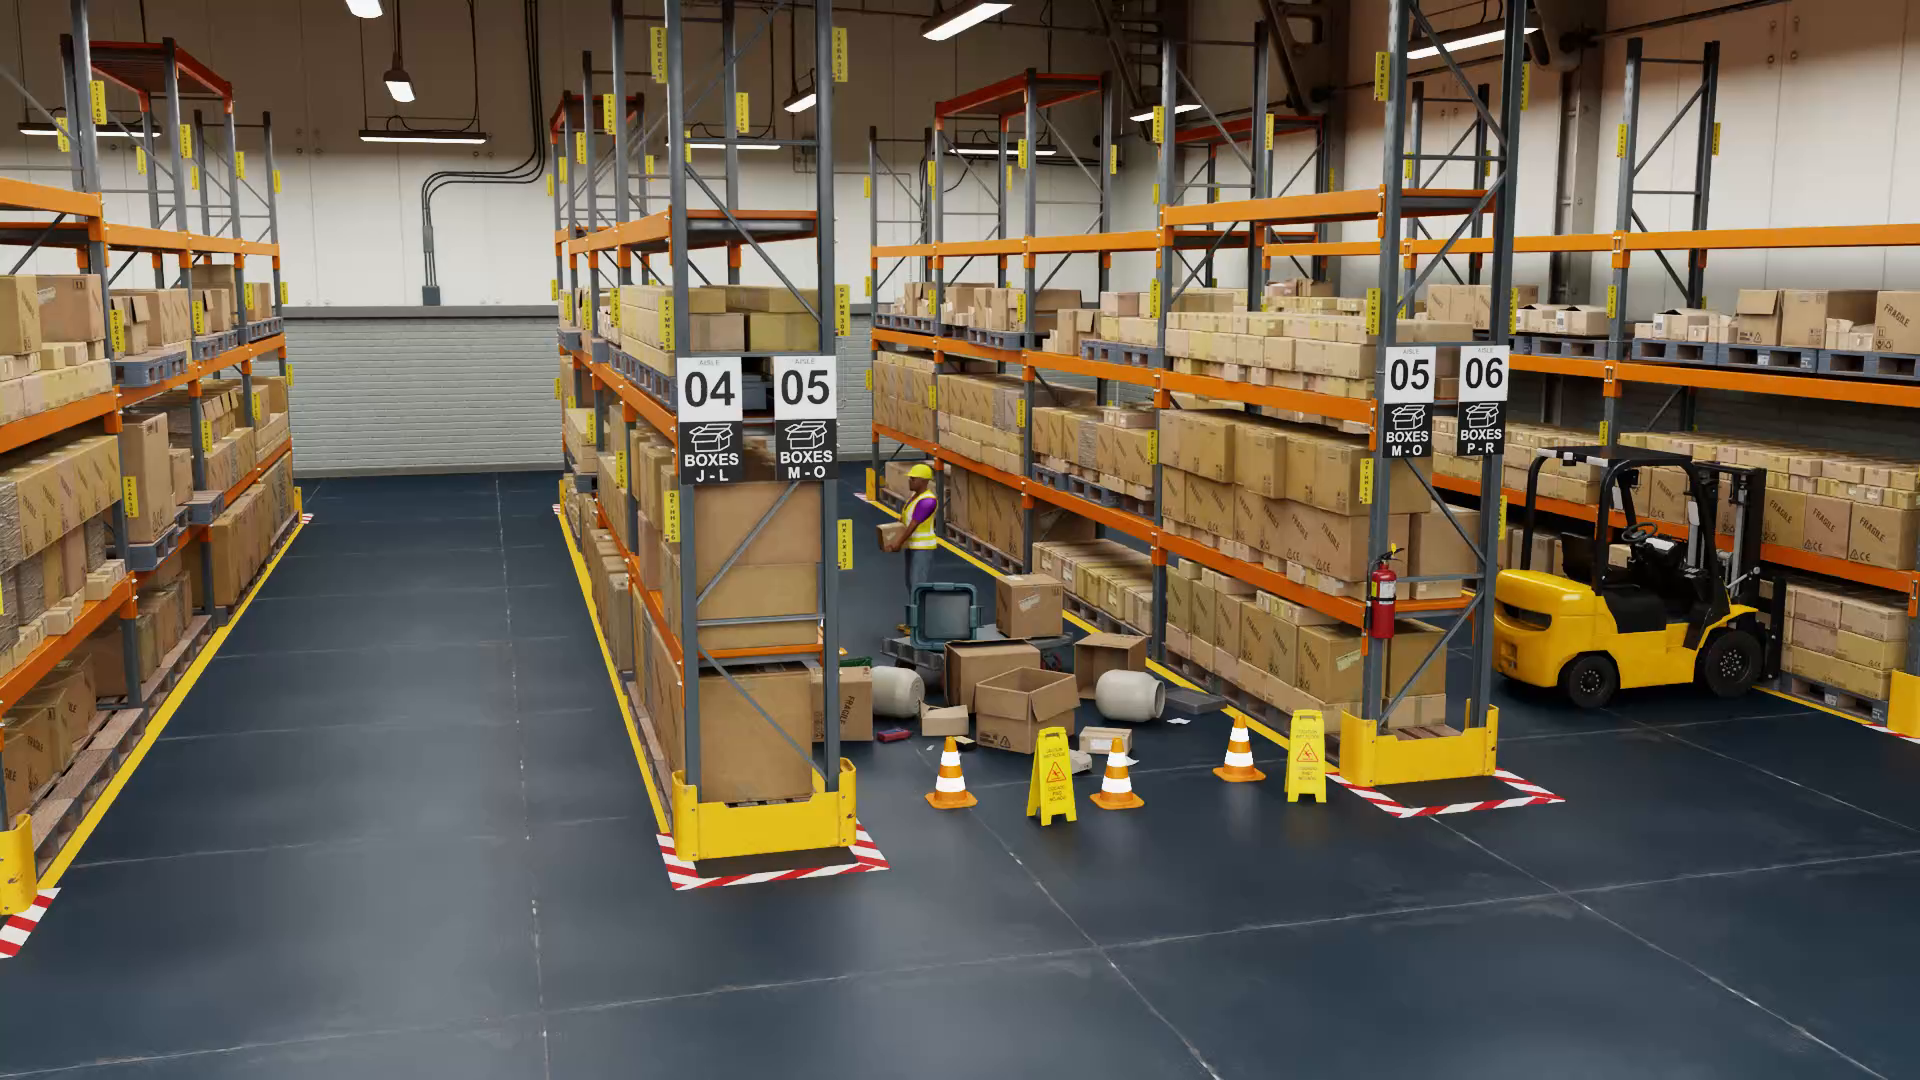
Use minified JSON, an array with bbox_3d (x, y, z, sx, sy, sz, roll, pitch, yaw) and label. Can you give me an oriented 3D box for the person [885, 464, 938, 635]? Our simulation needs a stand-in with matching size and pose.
[{"bbox_3d":[-0.529,0.098,17.196,0.567,1.763,0.505,-3,10,-16],"label":"person"}]
